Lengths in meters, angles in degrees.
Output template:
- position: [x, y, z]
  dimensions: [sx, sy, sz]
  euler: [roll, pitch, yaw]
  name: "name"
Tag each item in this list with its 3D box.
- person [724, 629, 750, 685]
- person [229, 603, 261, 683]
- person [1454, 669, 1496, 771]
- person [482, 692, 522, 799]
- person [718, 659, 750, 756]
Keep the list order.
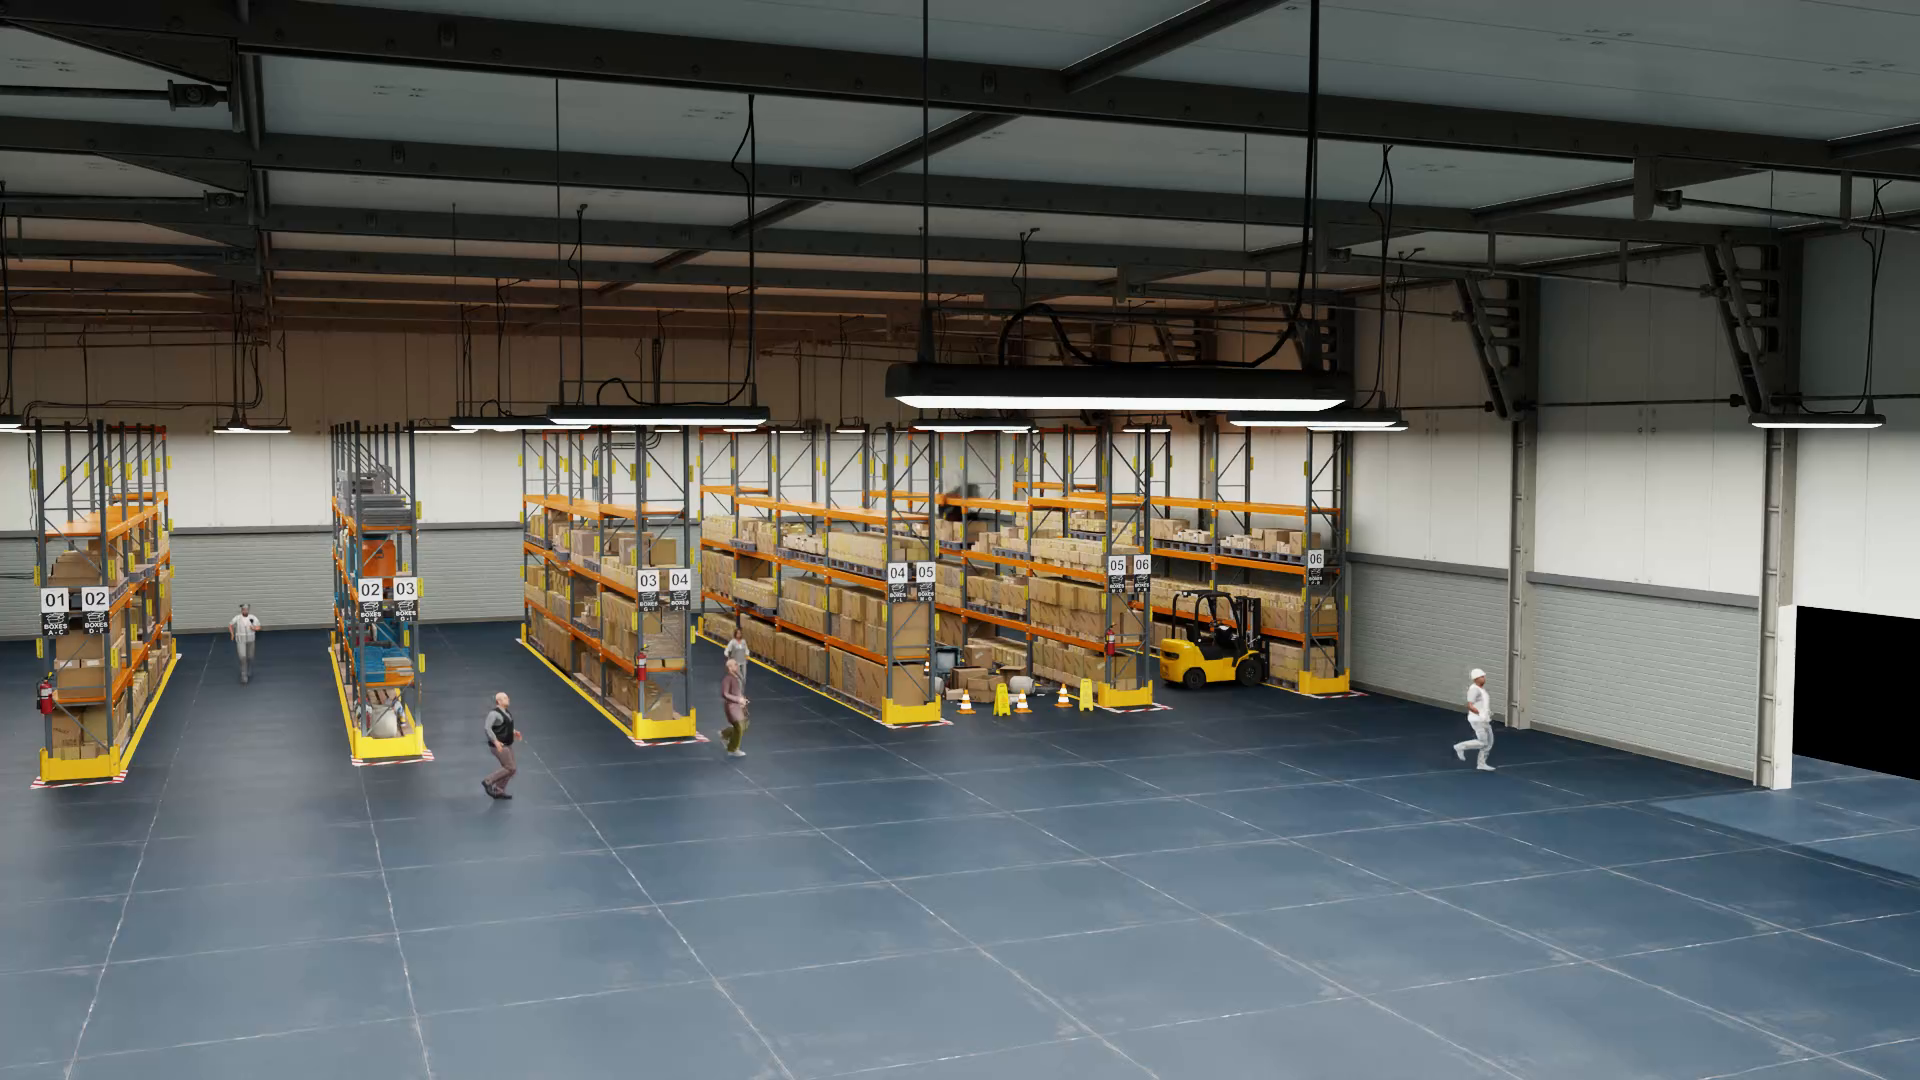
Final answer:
- position: [-4.814, 2.702, 36.106]
  dimensions: [0.545, 1.557, 0.542]
  euler: [-2, 4, -30]
  name: "person"
- position: [-16.759, 2.389, 39.023]
  dimensions: [0.646, 1.816, 0.873]
  euler: [-2, 4, -35]
  name: "person"
- position: [8.848, 3.074, 28.522]
  dimensions: [0.689, 1.743, 0.683]
  euler: [2, 4, 26]
  name: "person"
- position: [-7.224, 3.245, 26.225]
  dimensions: [0.576, 1.689, 0.676]
  euler: [0, 4, 3]
  name: "person"
- position: [-4.063, 2.996, 29.749]
  dimensions: [0.668, 1.735, 0.729]
  euler: [1, 4, 16]
  name: "person"
